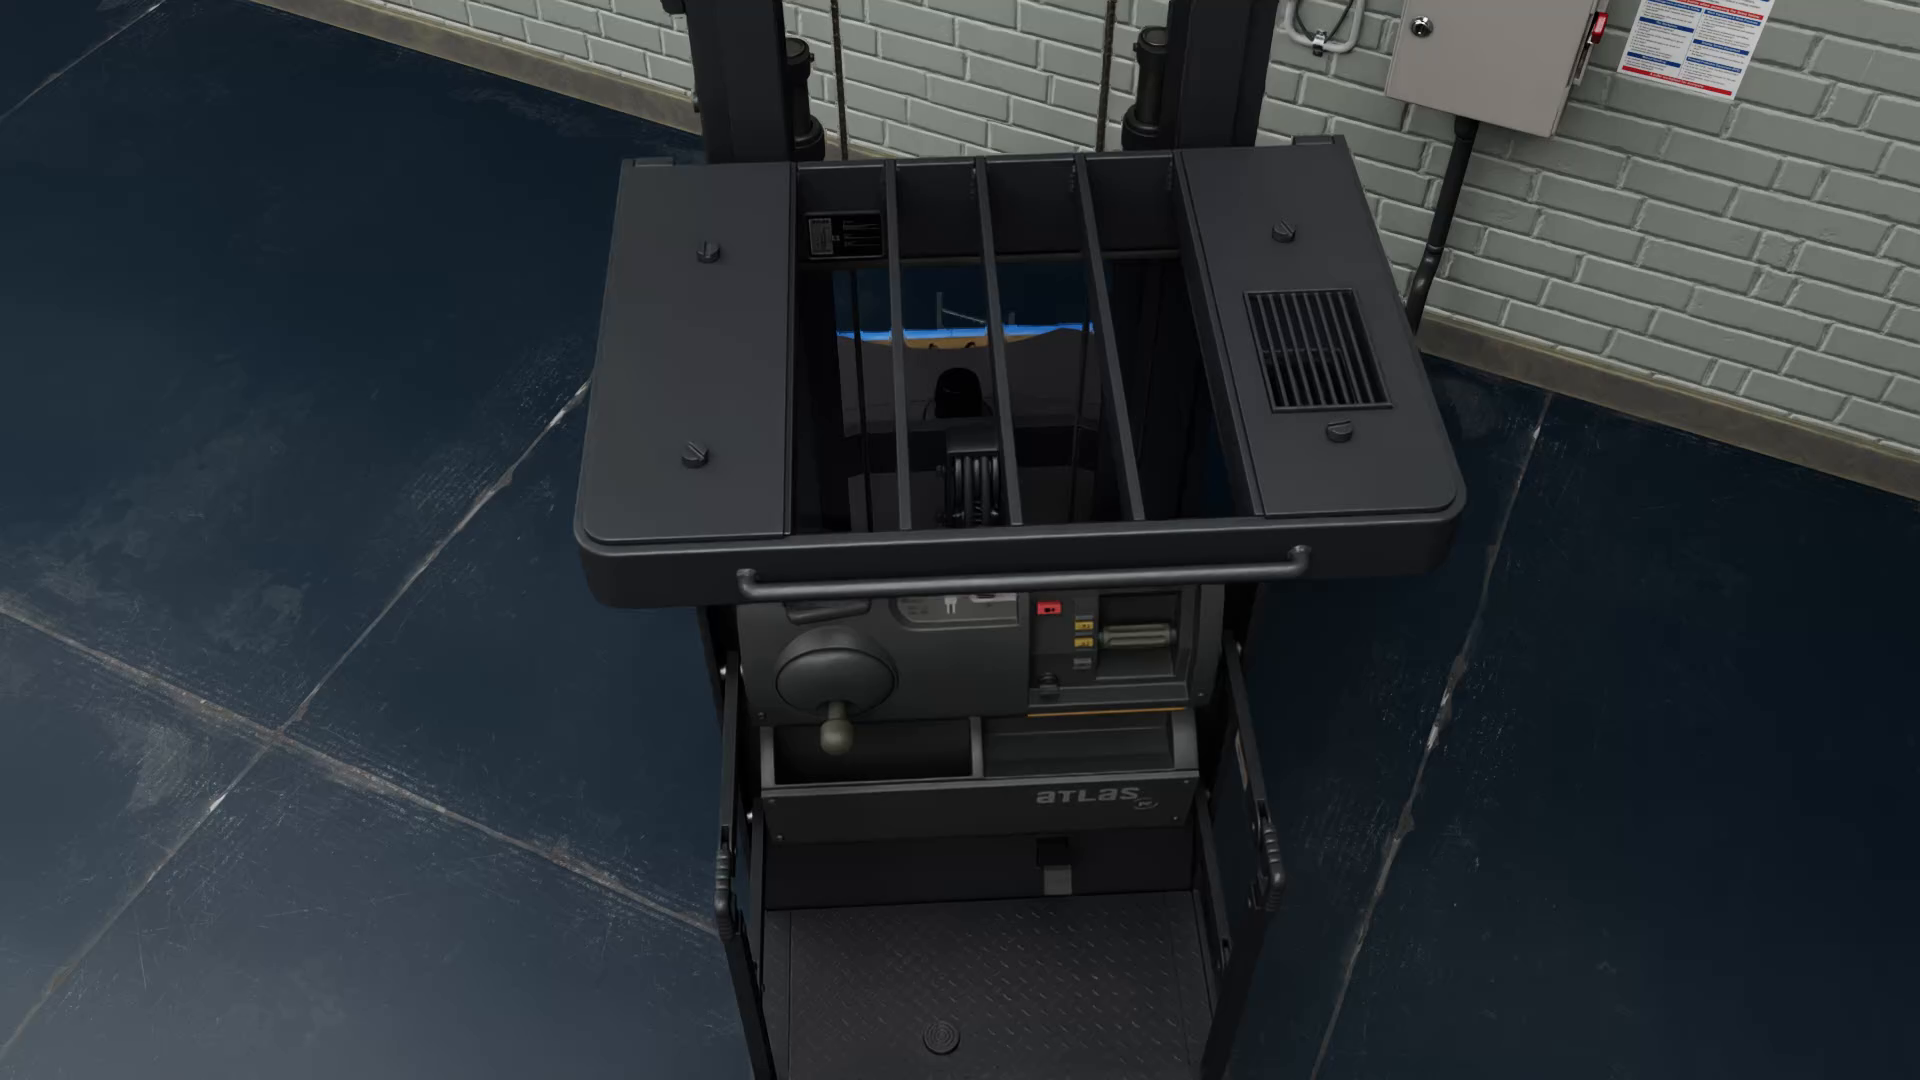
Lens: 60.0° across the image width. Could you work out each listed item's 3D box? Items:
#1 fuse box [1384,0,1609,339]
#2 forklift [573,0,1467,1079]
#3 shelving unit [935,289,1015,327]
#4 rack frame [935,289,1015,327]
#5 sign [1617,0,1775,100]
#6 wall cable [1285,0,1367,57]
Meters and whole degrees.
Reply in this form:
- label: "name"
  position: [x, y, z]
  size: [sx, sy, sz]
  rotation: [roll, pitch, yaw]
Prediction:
- label: "fuse box"
  position: [1.517, -1.096, 5.059]
  size: [0.539, 1.711, 0.414]
  rotation: [20, 52, 16]
- label: "forklift"
  position: [0.056, 0.310, 3.061]
  size: [1.130, 2.935, 3.031]
  rotation: [-2, 50, -2]
- label: "shelving unit"
  position: [0.003, -0.305, 4.918]
  size: [0.258, 0.900, 0.210]
  rotation: [17, 52, 14]
- label: "rack frame"
  position: [0.041, -0.377, 4.980]
  size: [0.240, 0.900, 0.006]
  rotation: [17, 52, 14]
- label: "sign"
  position: [2.052, -1.465, 4.589]
  size: [0.329, 0.494, 0.001]
  rotation: [20, 52, 16]
- label: "wall cable"
  position: [0.967, -2.173, 4.463]
  size: [0.588, 1.984, 0.122]
  rotation: [20, 52, 16]
